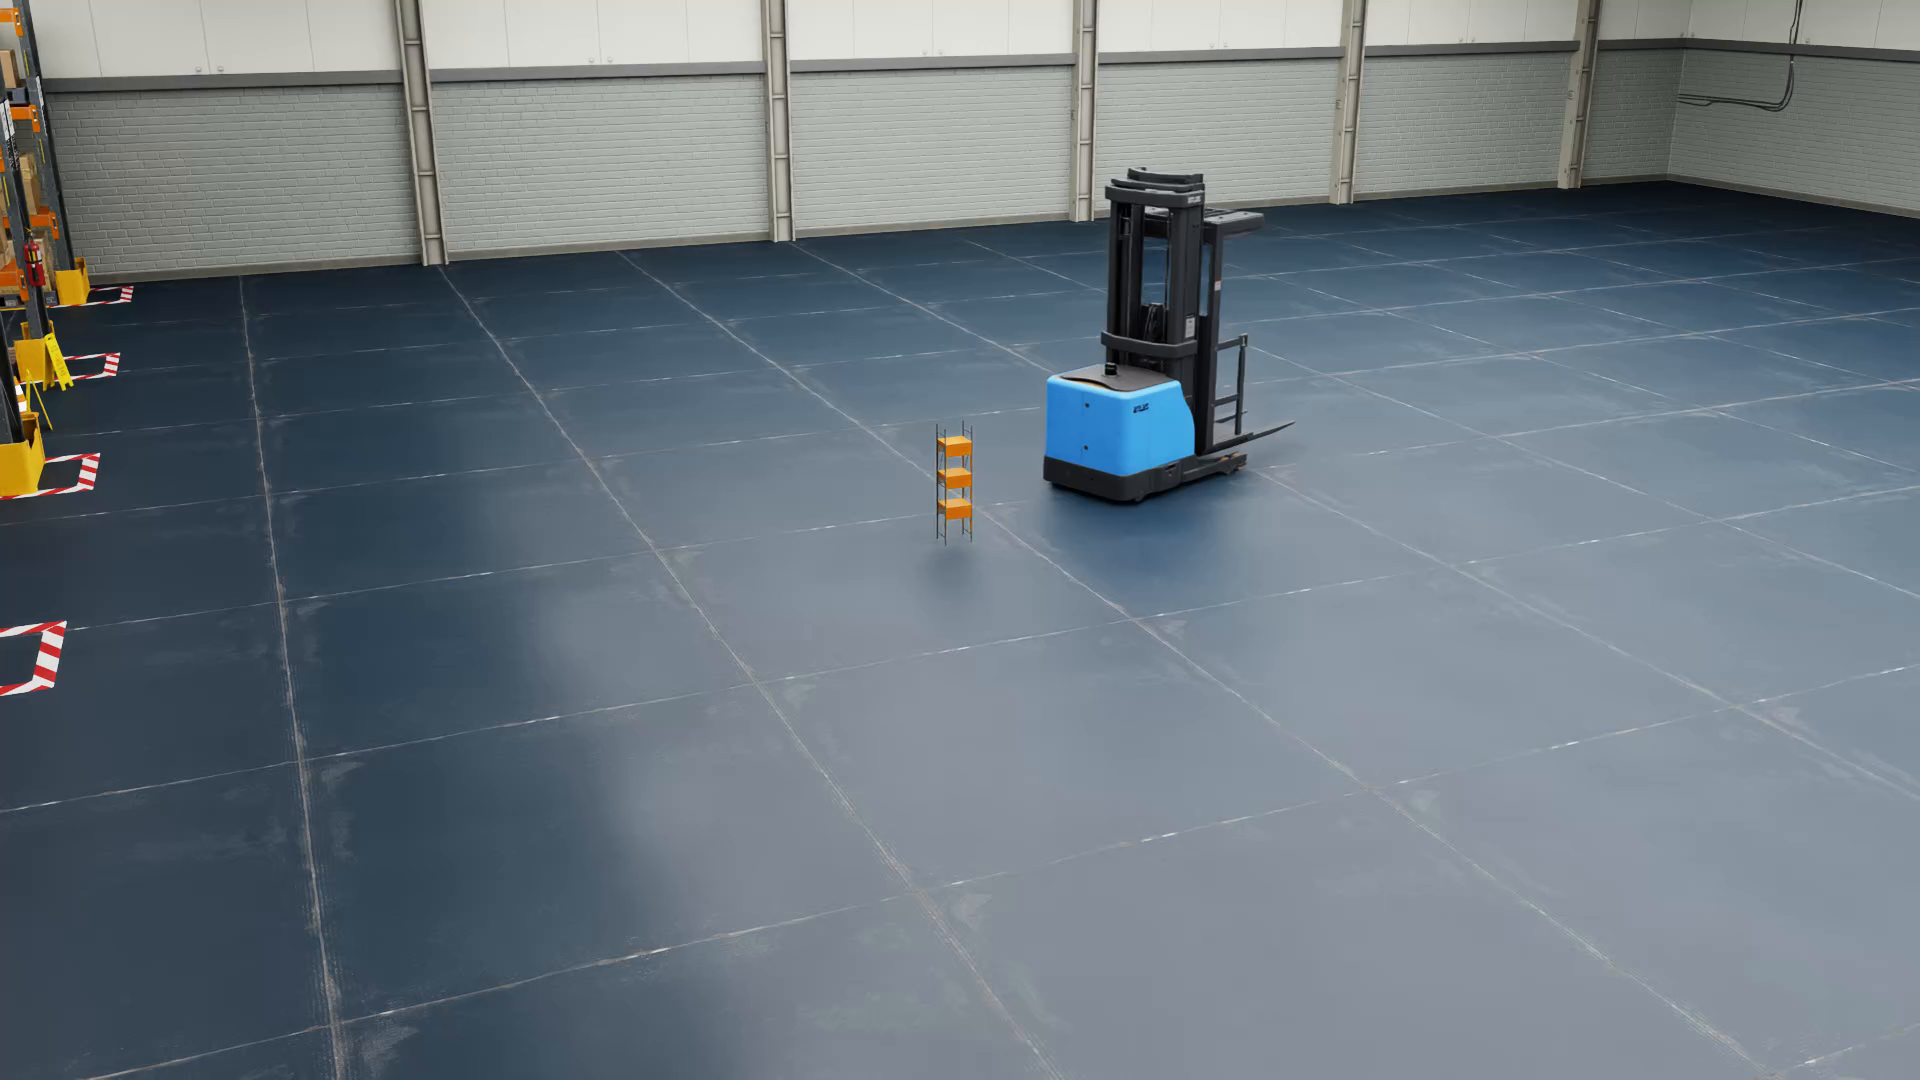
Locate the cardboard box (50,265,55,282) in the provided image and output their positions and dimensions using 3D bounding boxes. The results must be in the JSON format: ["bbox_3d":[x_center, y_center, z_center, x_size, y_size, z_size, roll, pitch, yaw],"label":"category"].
[{"bbox_3d":[-13.729,-3.916,24.637,0.500,0.250,0.500,-8,21,-22],"label":"cardboard box"}]

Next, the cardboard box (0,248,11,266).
[{"bbox_3d":[-11.624,-3.407,20.060,0.250,0.149,0.380,-8,21,-22],"label":"cardboard box"}]

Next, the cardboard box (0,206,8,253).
[{"bbox_3d":[-11.775,-3.717,19.963,0.500,0.500,0.500,-8,21,-23],"label":"cardboard box"}]

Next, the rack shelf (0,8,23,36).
[{"bbox_3d":[-15.037,-7.059,22.706,4.000,0.370,1.077,-8,21,-22],"label":"rack shelf"}]

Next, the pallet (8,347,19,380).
[{"bbox_3d":[-12.060,-2.086,20.128,1.213,0.211,1.003,-8,21,-22],"label":"pallet"}]

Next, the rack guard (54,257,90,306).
[{"bbox_3d":[-13.178,-3.844,24.688,0.348,0.500,1.175,-8,21,-22],"label":"rack guard"}]

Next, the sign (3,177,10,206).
[{"bbox_3d":[-11.029,-4.030,19.233,0.005,0.325,0.100,-8,21,-22],"label":"sign"}]

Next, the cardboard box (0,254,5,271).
[{"bbox_3d":[-11.489,-3.274,19.683,0.250,0.149,0.380,-7,21,-20],"label":"cardboard box"}]

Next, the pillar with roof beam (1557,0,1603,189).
[{"bbox_3d":[15.055,-10.667,31.268,0.400,9.000,9.100,-8,21,-22],"label":"pillar with roof beam"}]

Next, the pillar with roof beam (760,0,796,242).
[{"bbox_3d":[-1.473,-8.299,24.543,0.400,9.000,9.100,-8,21,-22],"label":"pillar with roof beam"}]

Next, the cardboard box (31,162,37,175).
[{"bbox_3d":[-13.614,-5.408,24.237,0.250,0.149,0.380,-9,21,-23],"label":"cardboard box"}]

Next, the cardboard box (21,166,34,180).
[{"bbox_3d":[-13.407,-5.242,23.767,0.250,0.149,0.380,-8,21,-21],"label":"cardboard box"}]

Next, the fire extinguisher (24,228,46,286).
[{"bbox_3d":[-10.943,-3.345,19.623,0.183,0.674,0.296,-8,21,-22],"label":"fire extinguisher"}]

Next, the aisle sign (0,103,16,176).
[{"bbox_3d":[-11.059,-4.653,19.306,0.004,0.787,0.394,-8,21,-22],"label":"aisle sign"}]

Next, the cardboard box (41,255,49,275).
[{"bbox_3d":[-13.523,-3.998,24.115,0.500,0.250,0.500,-8,21,-23],"label":"cardboard box"}]

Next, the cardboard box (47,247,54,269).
[{"bbox_3d":[-13.714,-4.159,24.572,0.500,0.250,0.500,-8,21,-21],"label":"cardboard box"}]

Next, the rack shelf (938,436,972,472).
[{"bbox_3d":[-0.049,-0.746,14.237,0.240,0.259,0.215,-8,21,-22],"label":"rack shelf"}]

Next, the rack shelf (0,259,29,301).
[{"bbox_3d":[-13.067,-2.905,19.338,4.000,0.370,1.077,-8,21,-22],"label":"rack shelf"}]

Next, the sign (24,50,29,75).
[{"bbox_3d":[-12.998,-6.648,23.157,0.005,0.325,0.100,-8,21,-22],"label":"sign"}]

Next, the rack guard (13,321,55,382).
[{"bbox_3d":[-11.300,-2.318,20.353,0.348,0.500,1.175,-8,21,-22],"label":"rack guard"}]

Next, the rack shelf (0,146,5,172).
[{"bbox_3d":[-13.067,-4.320,18.840,4.000,0.370,1.077,-8,21,-22],"label":"rack shelf"}]

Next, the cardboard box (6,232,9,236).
[{"bbox_3d":[-14.174,-4.321,24.279,0.500,0.250,0.500,-8,21,-22],"label":"cardboard box"}]

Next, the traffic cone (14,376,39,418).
[{"bbox_3d":[-10.363,-1.567,18.275,0.334,0.463,0.336,-8,21,-22],"label":"traffic cone"}]

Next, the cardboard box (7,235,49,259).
[{"bbox_3d":[-13.499,-4.237,24.042,0.500,0.250,0.500,-7,21,-20],"label":"cardboard box"}]

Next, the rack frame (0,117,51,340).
[{"bbox_3d":[-11.231,-3.507,19.966,0.127,3.000,1.000,-8,21,-22],"label":"rack frame"}]

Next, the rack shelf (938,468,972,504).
[{"bbox_3d":[-0.049,-0.478,14.331,0.240,0.259,0.215,-8,21,-22],"label":"rack shelf"}]

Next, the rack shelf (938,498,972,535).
[{"bbox_3d":[-0.049,-0.216,14.423,0.240,0.259,0.215,-8,21,-22],"label":"rack shelf"}]

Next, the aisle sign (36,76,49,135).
[{"bbox_3d":[-13.023,-6.166,23.602,0.004,0.787,0.394,-8,21,-22],"label":"aisle sign"}]

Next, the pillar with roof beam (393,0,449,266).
[{"bbox_3d":[-6.982,-7.510,22.301,0.400,9.000,9.100,-8,21,-22],"label":"pillar with roof beam"}]

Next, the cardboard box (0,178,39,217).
[{"bbox_3d":[-13.548,-4.923,23.836,0.500,0.500,0.500,-9,21,-23],"label":"cardboard box"}]

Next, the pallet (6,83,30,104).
[{"bbox_3d":[-13.860,-6.308,23.539,1.213,0.211,1.003,-8,21,-22],"label":"pallet"}]

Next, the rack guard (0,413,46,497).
[{"bbox_3d":[-9.155,-0.835,16.141,0.348,0.500,1.175,-8,21,-22],"label":"rack guard"}]

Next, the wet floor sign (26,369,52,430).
[{"bbox_3d":[-9.935,-1.508,17.833,0.232,0.644,0.267,-12,23,-31],"label":"wet floor sign"}]

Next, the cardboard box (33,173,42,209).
[{"bbox_3d":[-13.765,-5.087,24.303,0.500,0.500,0.500,-7,21,-20],"label":"cardboard box"}]

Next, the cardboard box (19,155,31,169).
[{"bbox_3d":[-13.446,-5.402,23.774,0.250,0.149,0.380,-8,21,-22],"label":"cardboard box"}]

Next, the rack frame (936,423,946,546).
[{"bbox_3d":[-0.161,-0.472,14.282,0.008,1.050,0.200,-8,21,-22],"label":"rack frame"}]

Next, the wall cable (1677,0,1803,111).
[{"bbox_3d":[16.579,-10.499,35.467,0.112,2.526,3.097,-8,21,-22],"label":"wall cable"}]

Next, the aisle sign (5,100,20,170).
[{"bbox_3d":[-11.296,-4.836,19.826,0.004,0.787,0.394,-8,21,-22],"label":"aisle sign"}]

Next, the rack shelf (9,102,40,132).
[{"bbox_3d":[-15.037,-5.833,23.138,4.000,0.370,1.077,-8,21,-22],"label":"rack shelf"}]

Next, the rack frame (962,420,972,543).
[{"bbox_3d":[0.063,-0.504,14.373,0.008,1.050,0.200,-8,21,-22],"label":"rack frame"}]

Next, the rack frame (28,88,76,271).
[{"bbox_3d":[-13.200,-5.020,24.264,0.127,3.000,1.000,-8,21,-22],"label":"rack frame"}]

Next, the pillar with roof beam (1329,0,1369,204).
[{"bbox_3d":[9.546,-9.878,29.026,0.400,9.000,9.100,-8,21,-22],"label":"pillar with roof beam"}]

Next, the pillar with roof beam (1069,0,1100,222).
[{"bbox_3d":[4.037,-9.088,26.784,0.400,9.000,9.100,-8,21,-22],"label":"pillar with roof beam"}]

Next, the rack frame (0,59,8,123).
[{"bbox_3d":[-11.231,-6.337,18.970,0.127,3.000,1.000,-8,21,-22],"label":"rack frame"}]

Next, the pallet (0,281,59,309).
[{"bbox_3d":[-13.886,-3.592,24.405,1.213,0.211,1.003,-8,21,-22],"label":"pallet"}]

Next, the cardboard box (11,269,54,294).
[{"bbox_3d":[-13.506,-3.763,24.201,0.500,0.250,0.500,-8,21,-22],"label":"cardboard box"}]

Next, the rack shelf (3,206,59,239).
[{"bbox_3d":[-15.037,-4.418,23.636,4.000,0.370,1.077,-8,21,-22],"label":"rack shelf"}]

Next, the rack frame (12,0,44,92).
[{"bbox_3d":[-13.200,-7.850,23.267,0.127,3.000,1.000,-8,21,-22],"label":"rack frame"}]

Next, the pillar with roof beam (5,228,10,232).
[{"bbox_3d":[-12.491,-6.720,20.059,0.400,9.000,9.100,-8,21,-22],"label":"pillar with roof beam"}]

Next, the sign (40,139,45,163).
[{"bbox_3d":[-12.998,-5.511,23.557,0.005,0.325,0.100,-8,21,-22],"label":"sign"}]

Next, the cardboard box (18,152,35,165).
[{"bbox_3d":[-13.593,-5.535,24.150,0.250,0.149,0.380,-9,21,-23],"label":"cardboard box"}]

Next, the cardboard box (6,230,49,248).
[{"bbox_3d":[-13.716,-4.388,24.469,0.500,0.250,0.500,-8,21,-23],"label":"cardboard box"}]

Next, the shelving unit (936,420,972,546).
[{"bbox_3d":[-0.049,-0.488,14.328,0.252,1.050,0.215,-8,21,-22],"label":"shelving unit"}]

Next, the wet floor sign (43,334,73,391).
[{"bbox_3d":[-10.632,-2.095,19.501,0.232,0.644,0.267,-1,19,-3],"label":"wet floor sign"}]

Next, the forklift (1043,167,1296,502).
[{"bbox_3d":[2.201,-2.137,16.179,3.031,2.935,1.130,-18,26,-42],"label":"forklift"}]

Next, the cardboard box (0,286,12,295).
[{"bbox_3d":[-13.967,-3.701,24.024,0.500,0.250,0.500,-8,21,-22],"label":"cardboard box"}]

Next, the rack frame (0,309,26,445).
[{"bbox_3d":[-9.177,-2.011,15.717,0.127,3.000,1.000,-8,21,-22],"label":"rack frame"}]

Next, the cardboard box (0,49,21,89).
[{"bbox_3d":[-13.510,-6.595,23.286,0.500,0.500,0.500,-7,21,-20],"label":"cardboard box"}]
